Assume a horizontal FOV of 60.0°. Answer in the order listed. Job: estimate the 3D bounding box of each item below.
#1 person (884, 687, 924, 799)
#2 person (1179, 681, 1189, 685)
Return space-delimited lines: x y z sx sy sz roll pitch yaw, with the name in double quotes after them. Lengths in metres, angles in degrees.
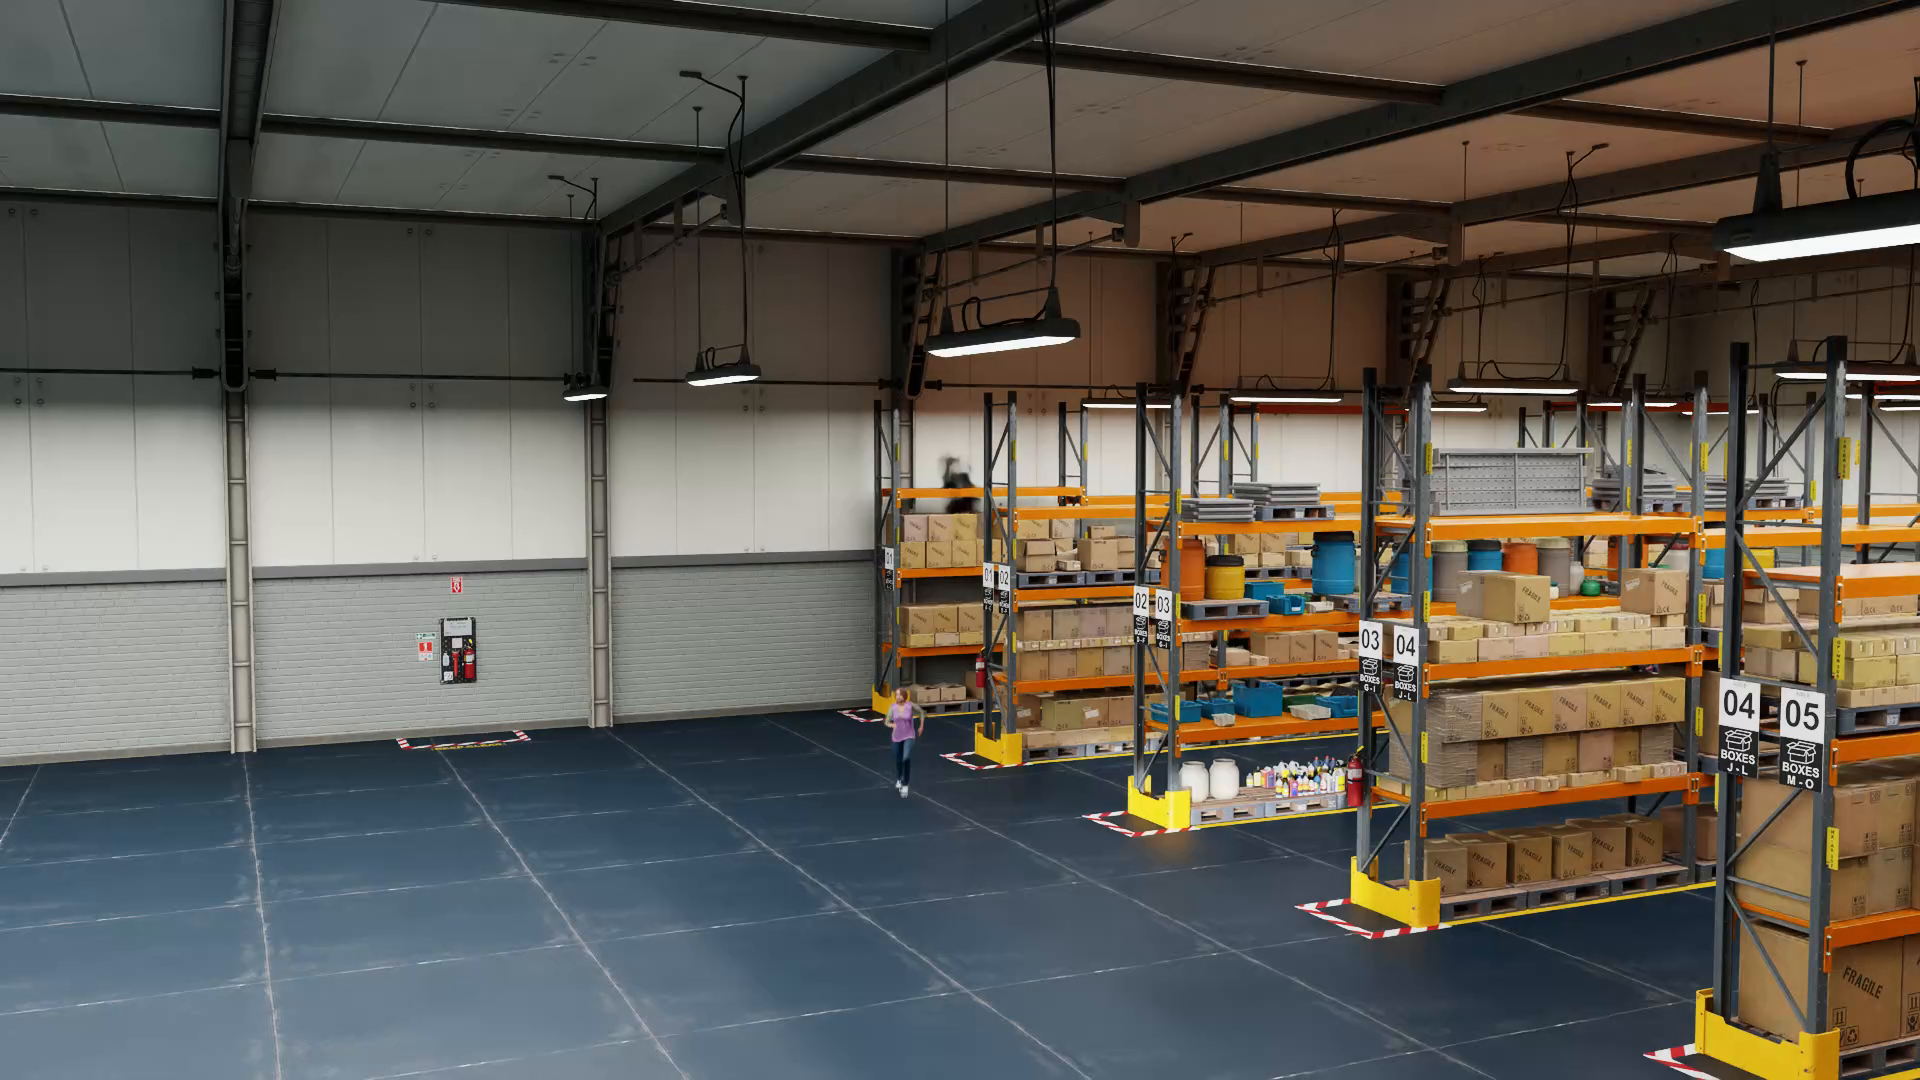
-0.819 2.948 24.367 0.547 1.613 0.822 1 3 9 "person"
4.180 2.573 30.726 0.695 1.688 0.597 -2 4 -30 "person"
